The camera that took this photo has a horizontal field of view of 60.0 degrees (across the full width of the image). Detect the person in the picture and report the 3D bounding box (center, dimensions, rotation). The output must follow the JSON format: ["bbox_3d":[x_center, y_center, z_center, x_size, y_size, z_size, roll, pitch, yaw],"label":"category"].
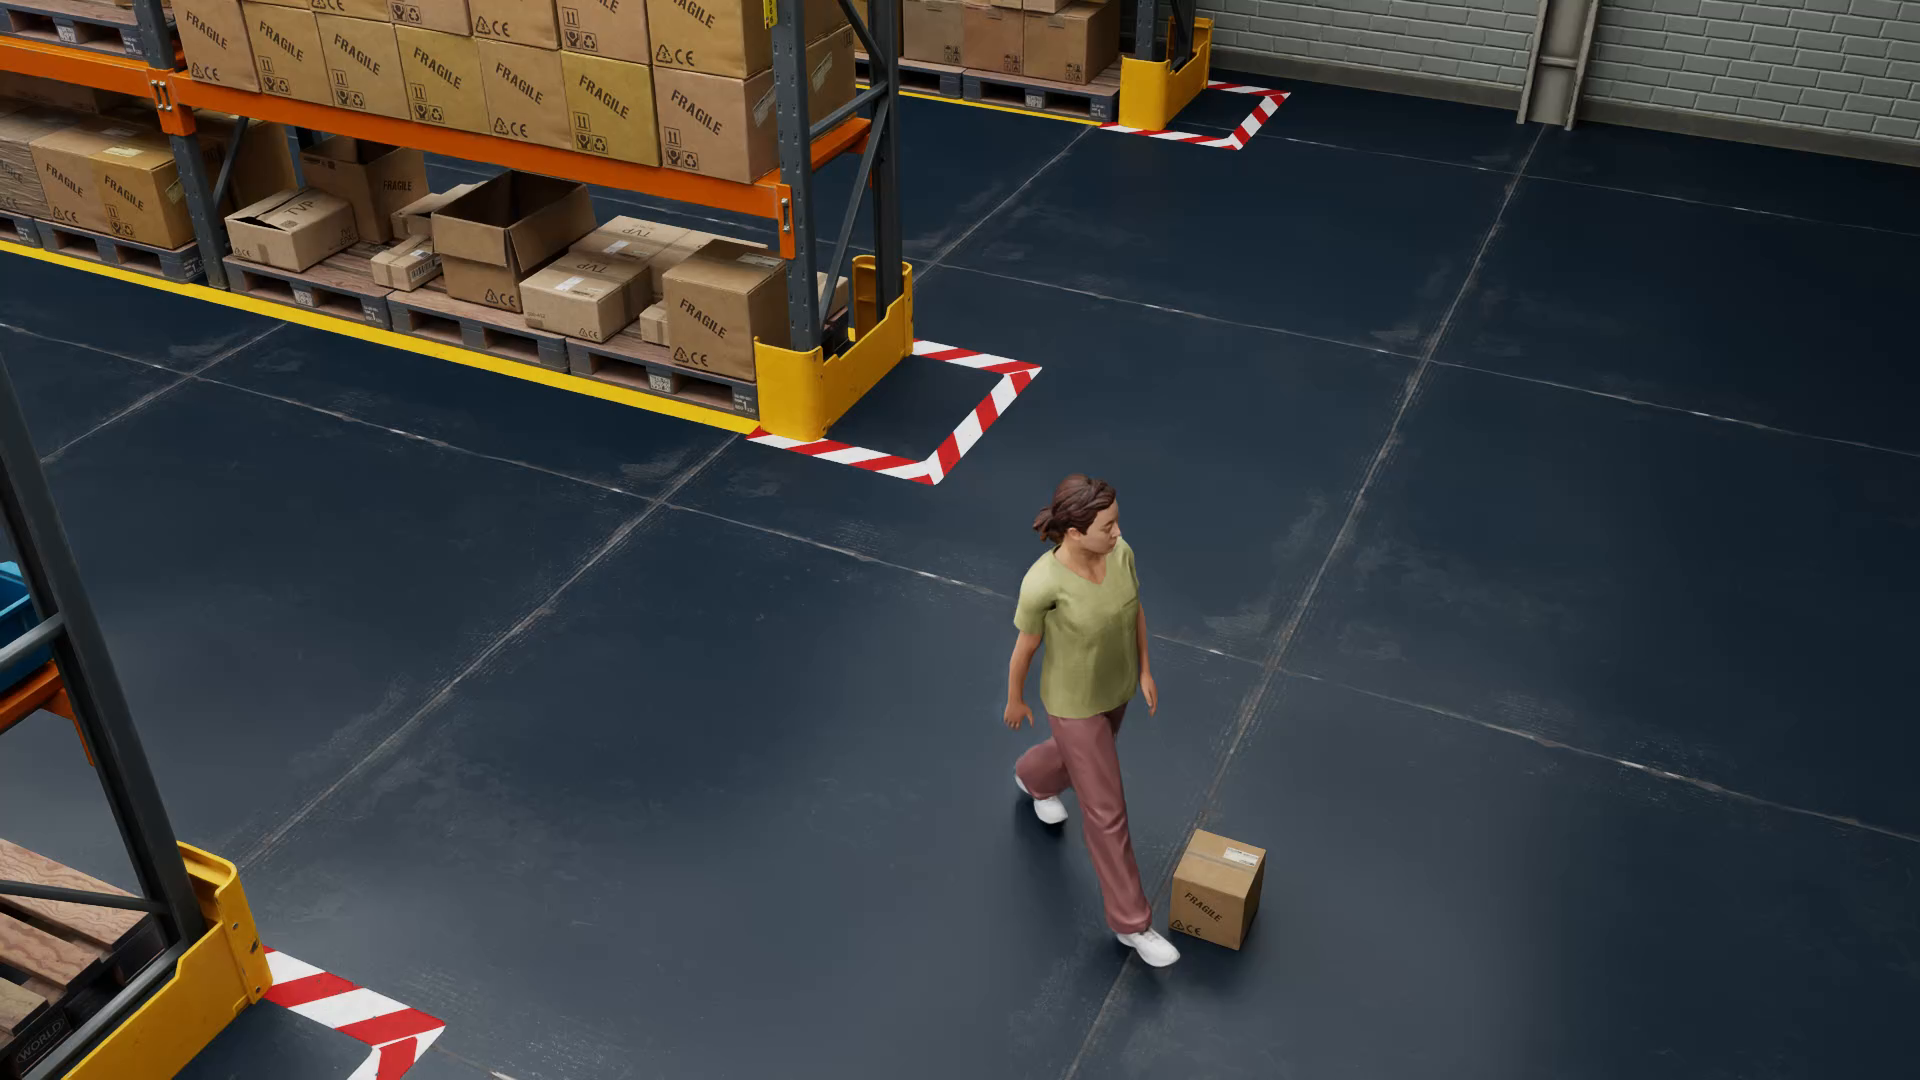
[{"bbox_3d":[0.467,0.515,5.409,0.461,1.610,1.041,-26,42,-33],"label":"person"}]
